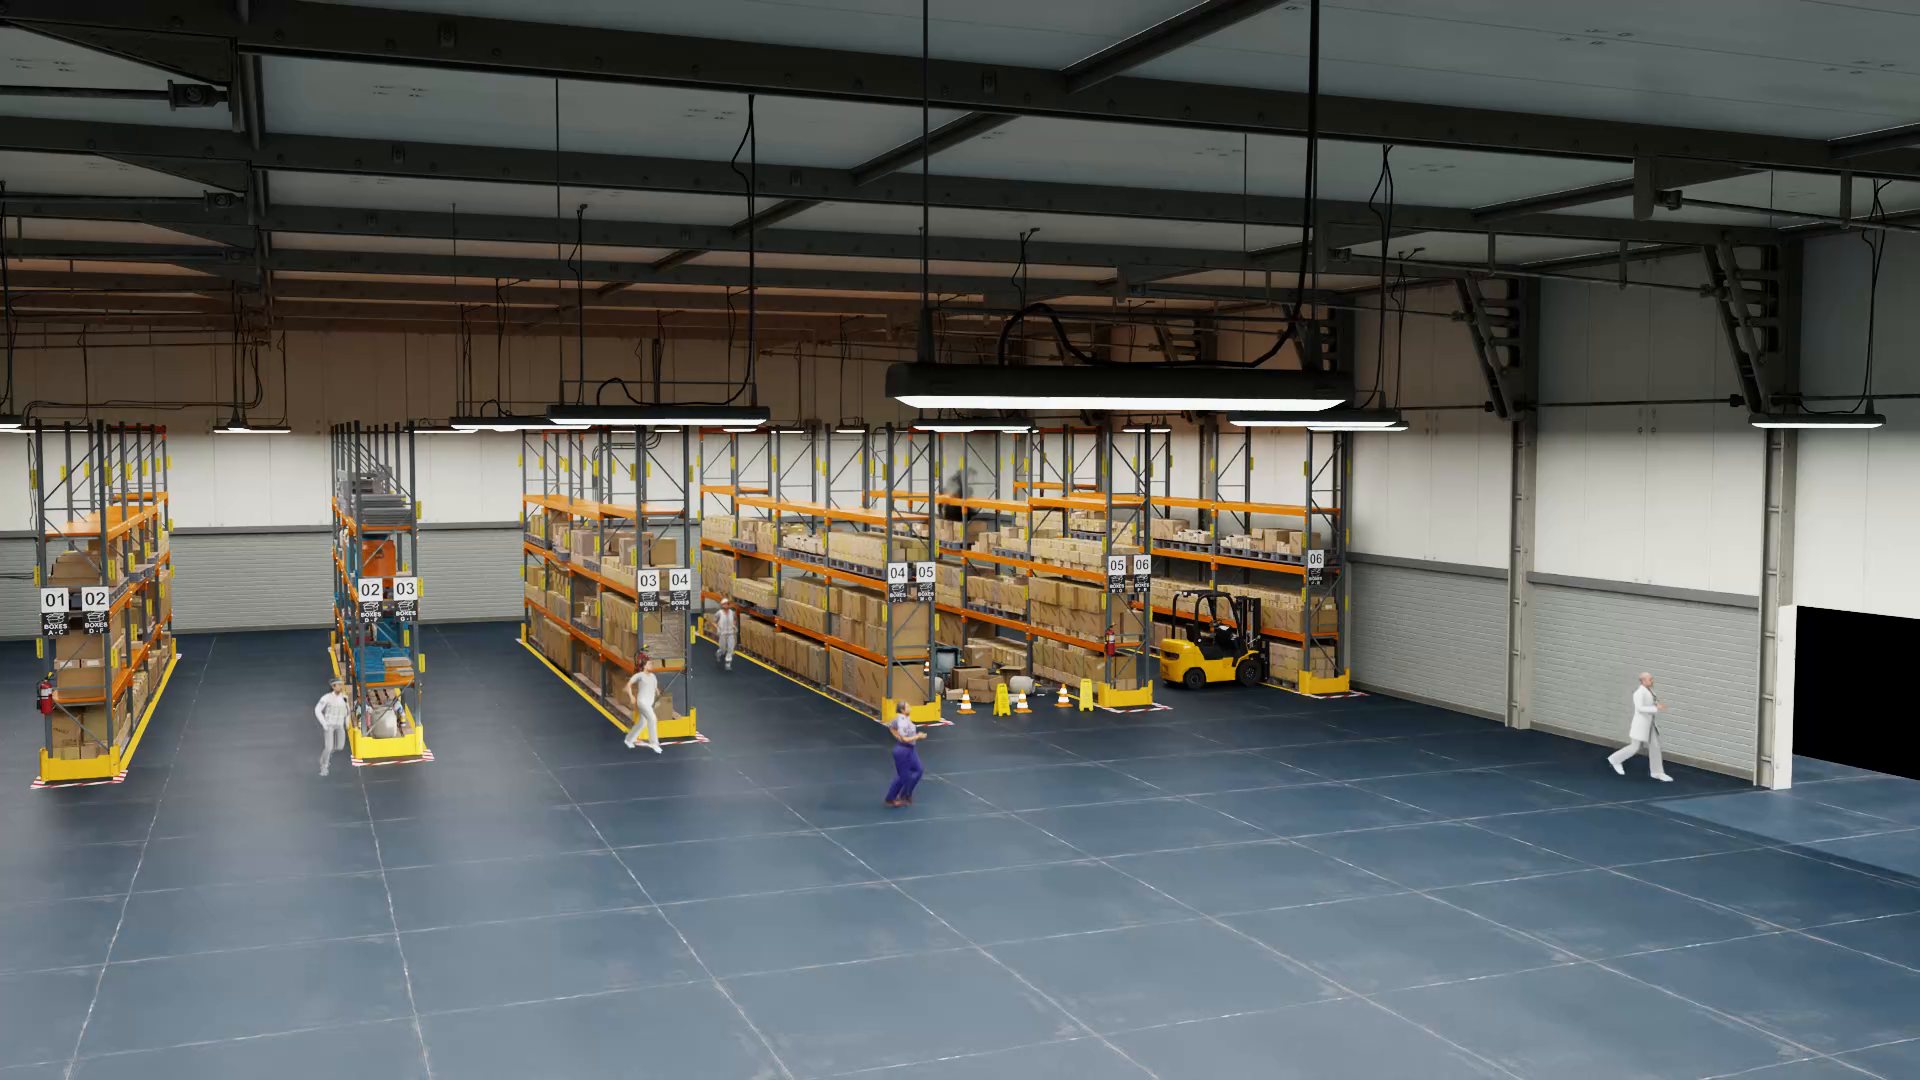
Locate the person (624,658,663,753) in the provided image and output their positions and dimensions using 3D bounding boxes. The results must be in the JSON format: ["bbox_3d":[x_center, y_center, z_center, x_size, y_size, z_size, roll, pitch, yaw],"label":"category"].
[{"bbox_3d":[-5.691,2.994,30.296,0.867,1.651,0.575,2,4,26],"label":"person"}]

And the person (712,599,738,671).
[{"bbox_3d":[-5.718,2.310,40.632,0.655,1.762,0.832,-2,4,-28],"label":"person"}]

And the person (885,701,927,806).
[{"bbox_3d":[-0.831,3.309,25.662,0.661,1.676,0.586,0,4,2],"label":"person"}]

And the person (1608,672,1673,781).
[{"bbox_3d":[11.329,3.073,27.625,1.059,1.764,0.703,3,5,44],"label":"person"}]

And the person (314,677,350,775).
[{"bbox_3d":[-10.671,3.149,28.343,0.514,1.634,0.663,3,5,43],"label":"person"}]
